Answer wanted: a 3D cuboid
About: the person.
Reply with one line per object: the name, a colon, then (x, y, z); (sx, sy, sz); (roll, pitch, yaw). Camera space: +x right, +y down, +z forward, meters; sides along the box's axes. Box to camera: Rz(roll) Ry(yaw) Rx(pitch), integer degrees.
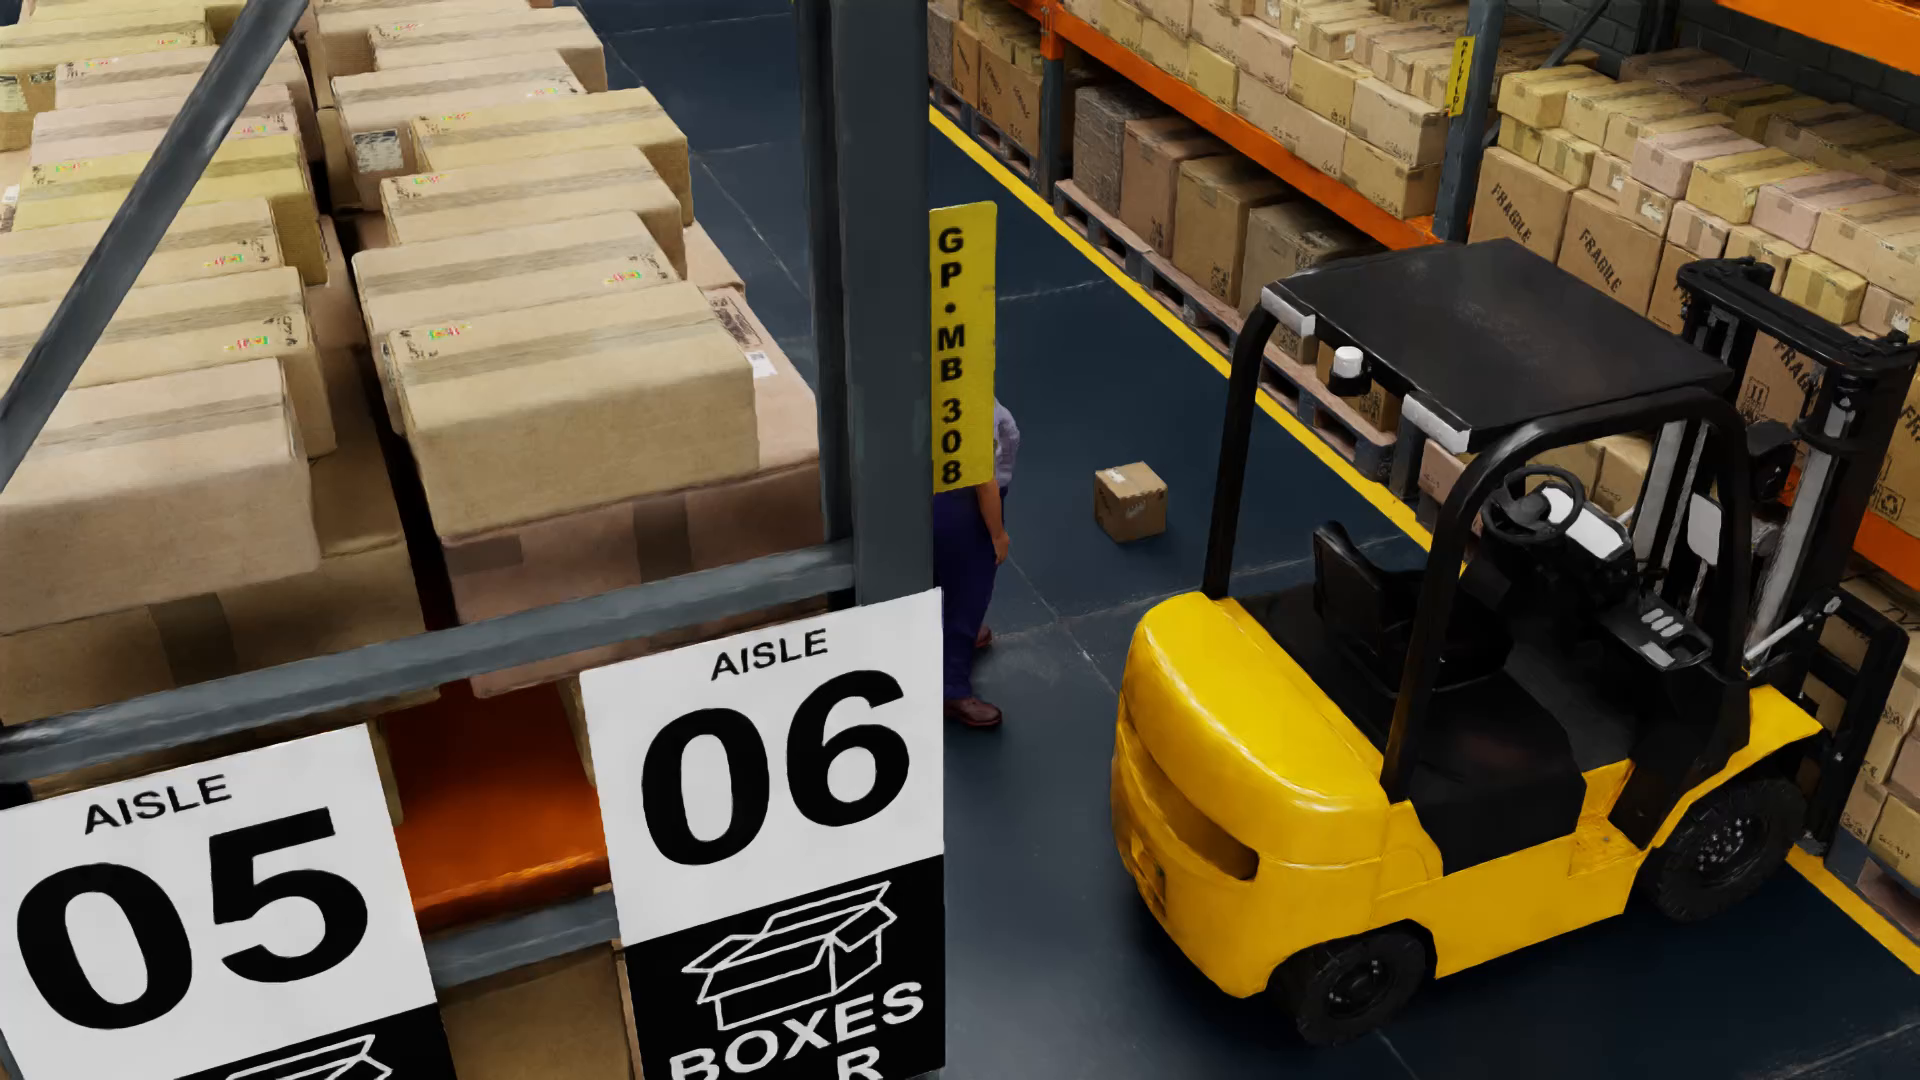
person: (0.025, -0.113, 6.291); (0.401, 1.643, 0.624); (-13, 36, -18)
